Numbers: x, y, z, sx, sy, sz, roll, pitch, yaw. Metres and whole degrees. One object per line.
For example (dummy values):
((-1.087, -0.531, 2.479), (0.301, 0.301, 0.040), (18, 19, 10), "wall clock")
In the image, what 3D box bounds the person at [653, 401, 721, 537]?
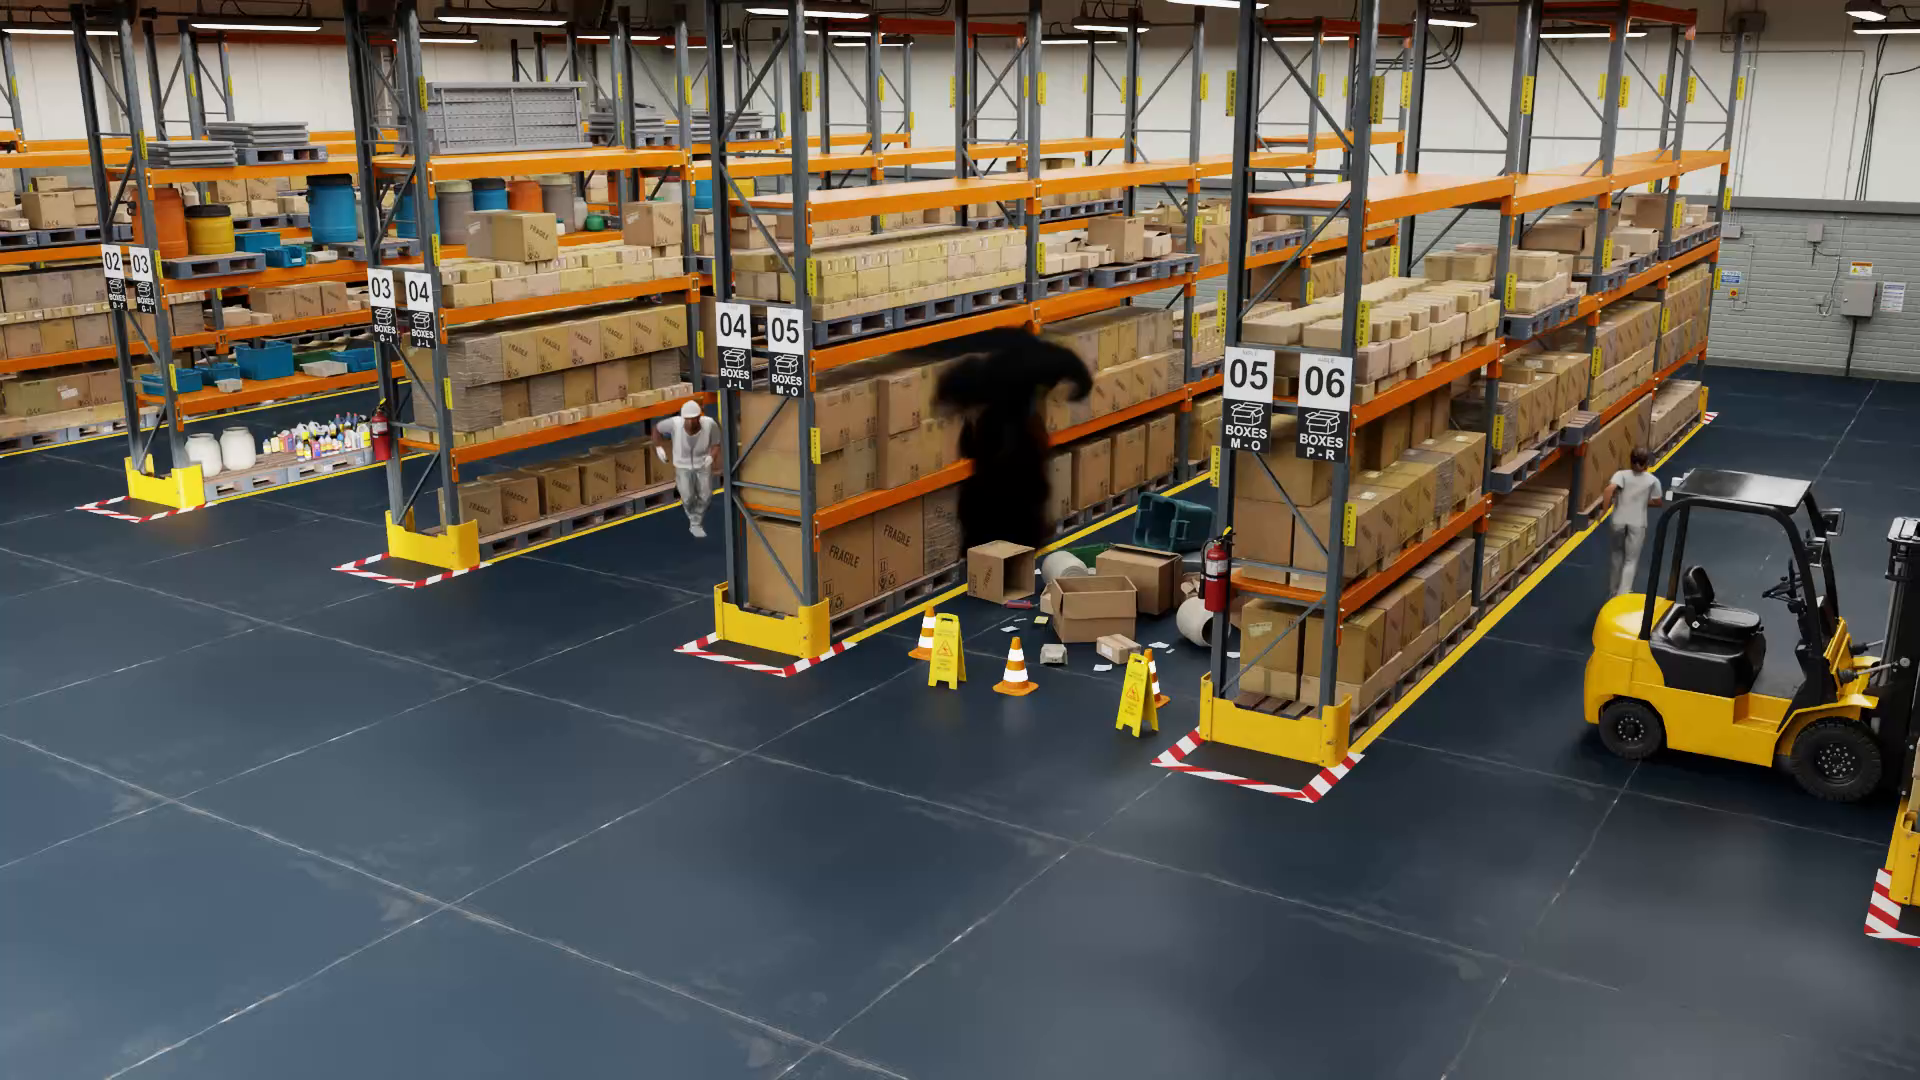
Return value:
((-2.921, -0.750, 17.900), (0.720, 1.597, 0.792), (-2, 16, -8), "person")

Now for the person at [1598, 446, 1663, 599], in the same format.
((6.624, -0.093, 16.506), (0.561, 1.639, 0.955), (8, 18, 27), "person")

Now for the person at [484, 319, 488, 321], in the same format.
((-8.339, -3.404, 28.421), (0.677, 1.616, 0.853), (2, 16, 7), "person")
